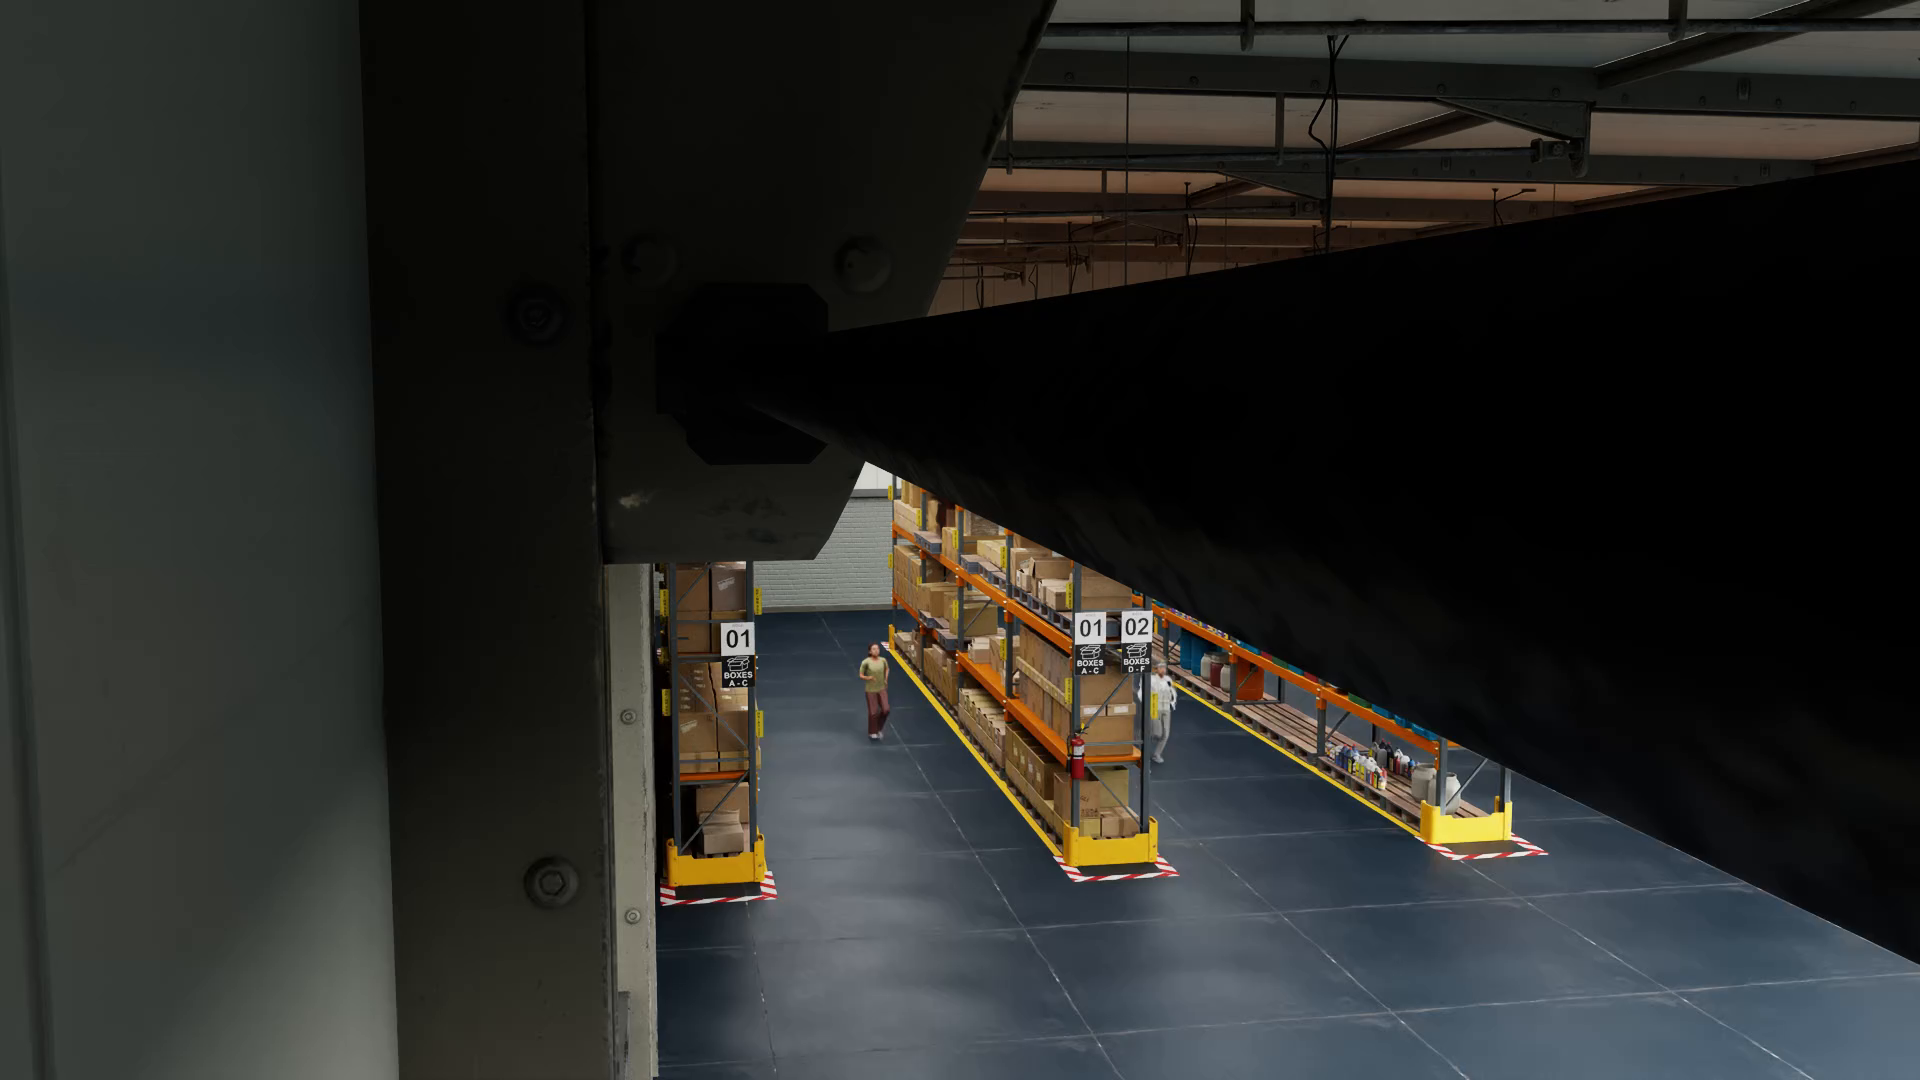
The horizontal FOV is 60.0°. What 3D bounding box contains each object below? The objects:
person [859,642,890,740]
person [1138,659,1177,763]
[{"bbox_3d":[-1.387,2.520,27.643,0.564,1.645,0.577,-2,7,-20],"label":"person"},{"bbox_3d":[3.155,2.684,26.264,0.629,1.652,0.555,-2,7,-19],"label":"person"}]
